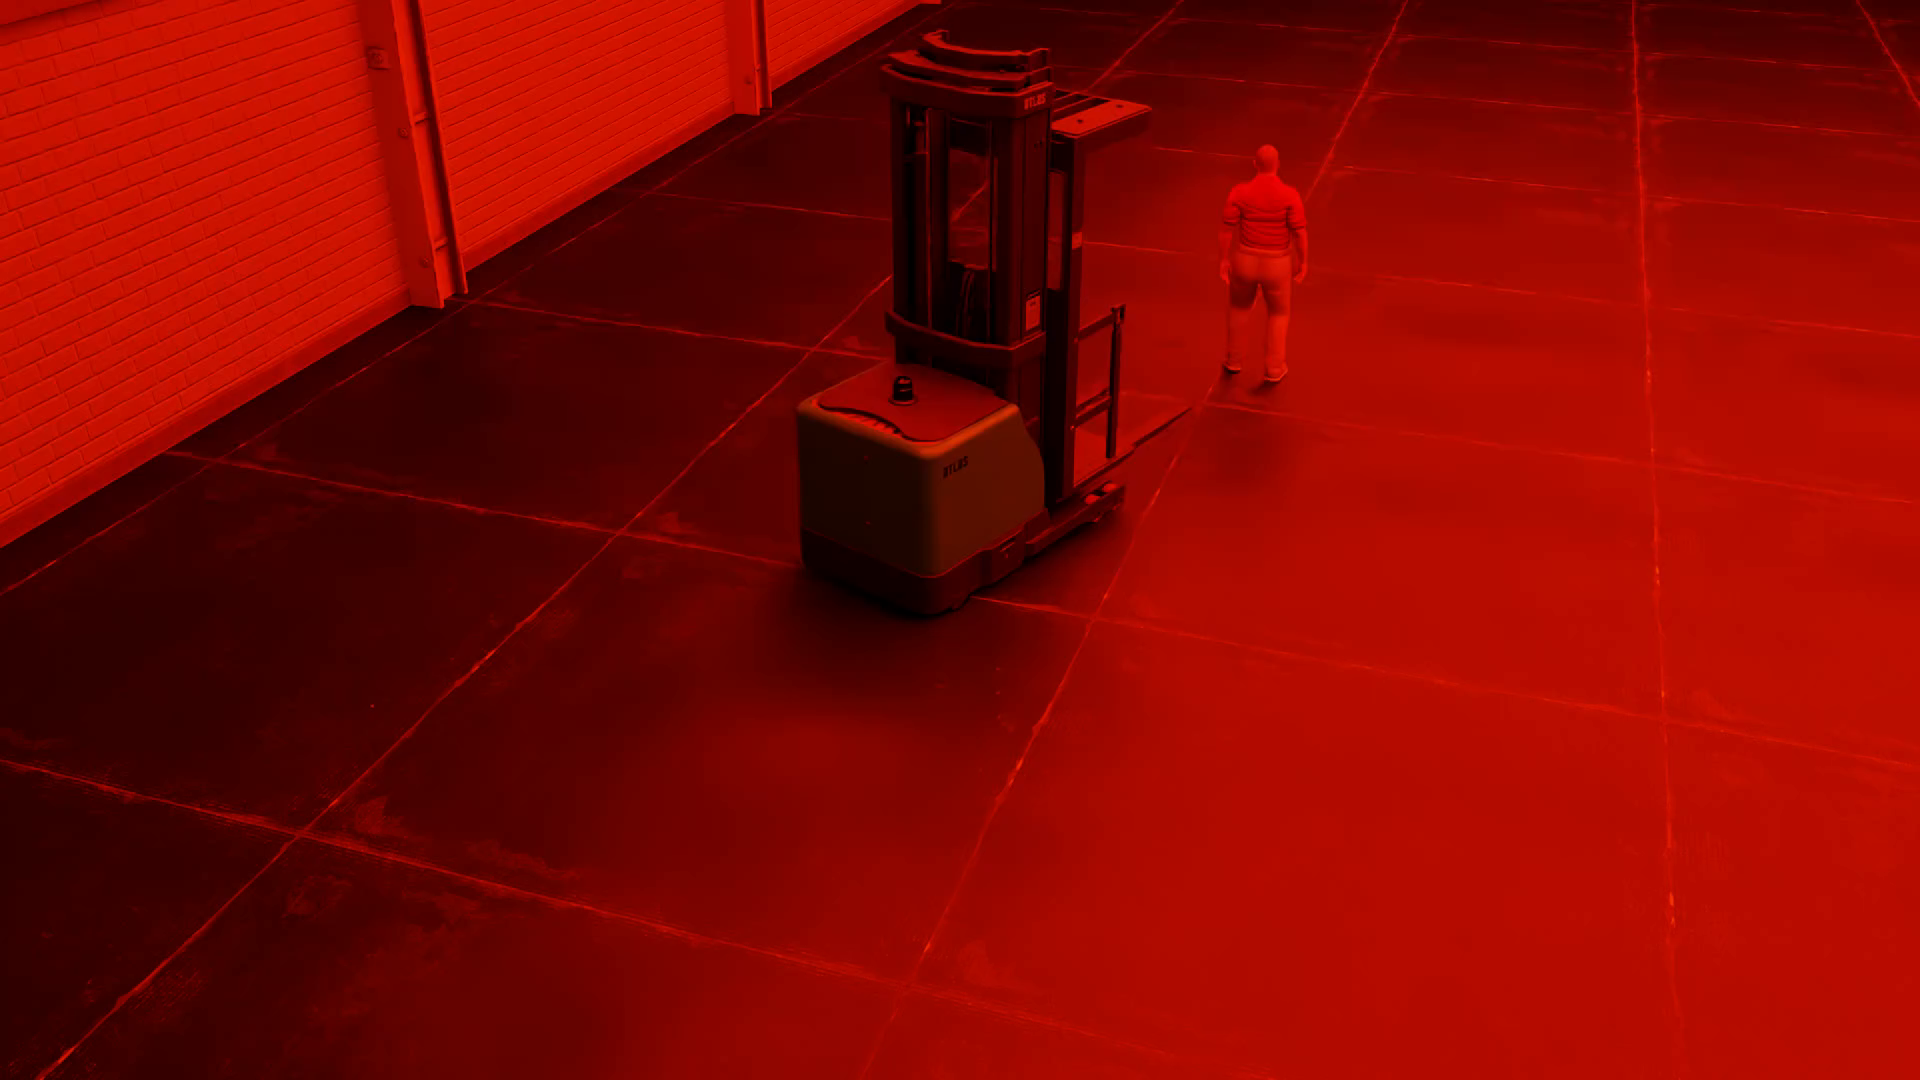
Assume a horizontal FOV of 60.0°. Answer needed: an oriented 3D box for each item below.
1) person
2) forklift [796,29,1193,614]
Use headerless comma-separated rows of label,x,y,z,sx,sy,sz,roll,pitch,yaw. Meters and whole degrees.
person,2.161,-1.969,11.841,0.620,1.754,0.483,10,31,16
forklift,0.379,-1.524,9.809,1.130,2.935,3.031,22,36,33
